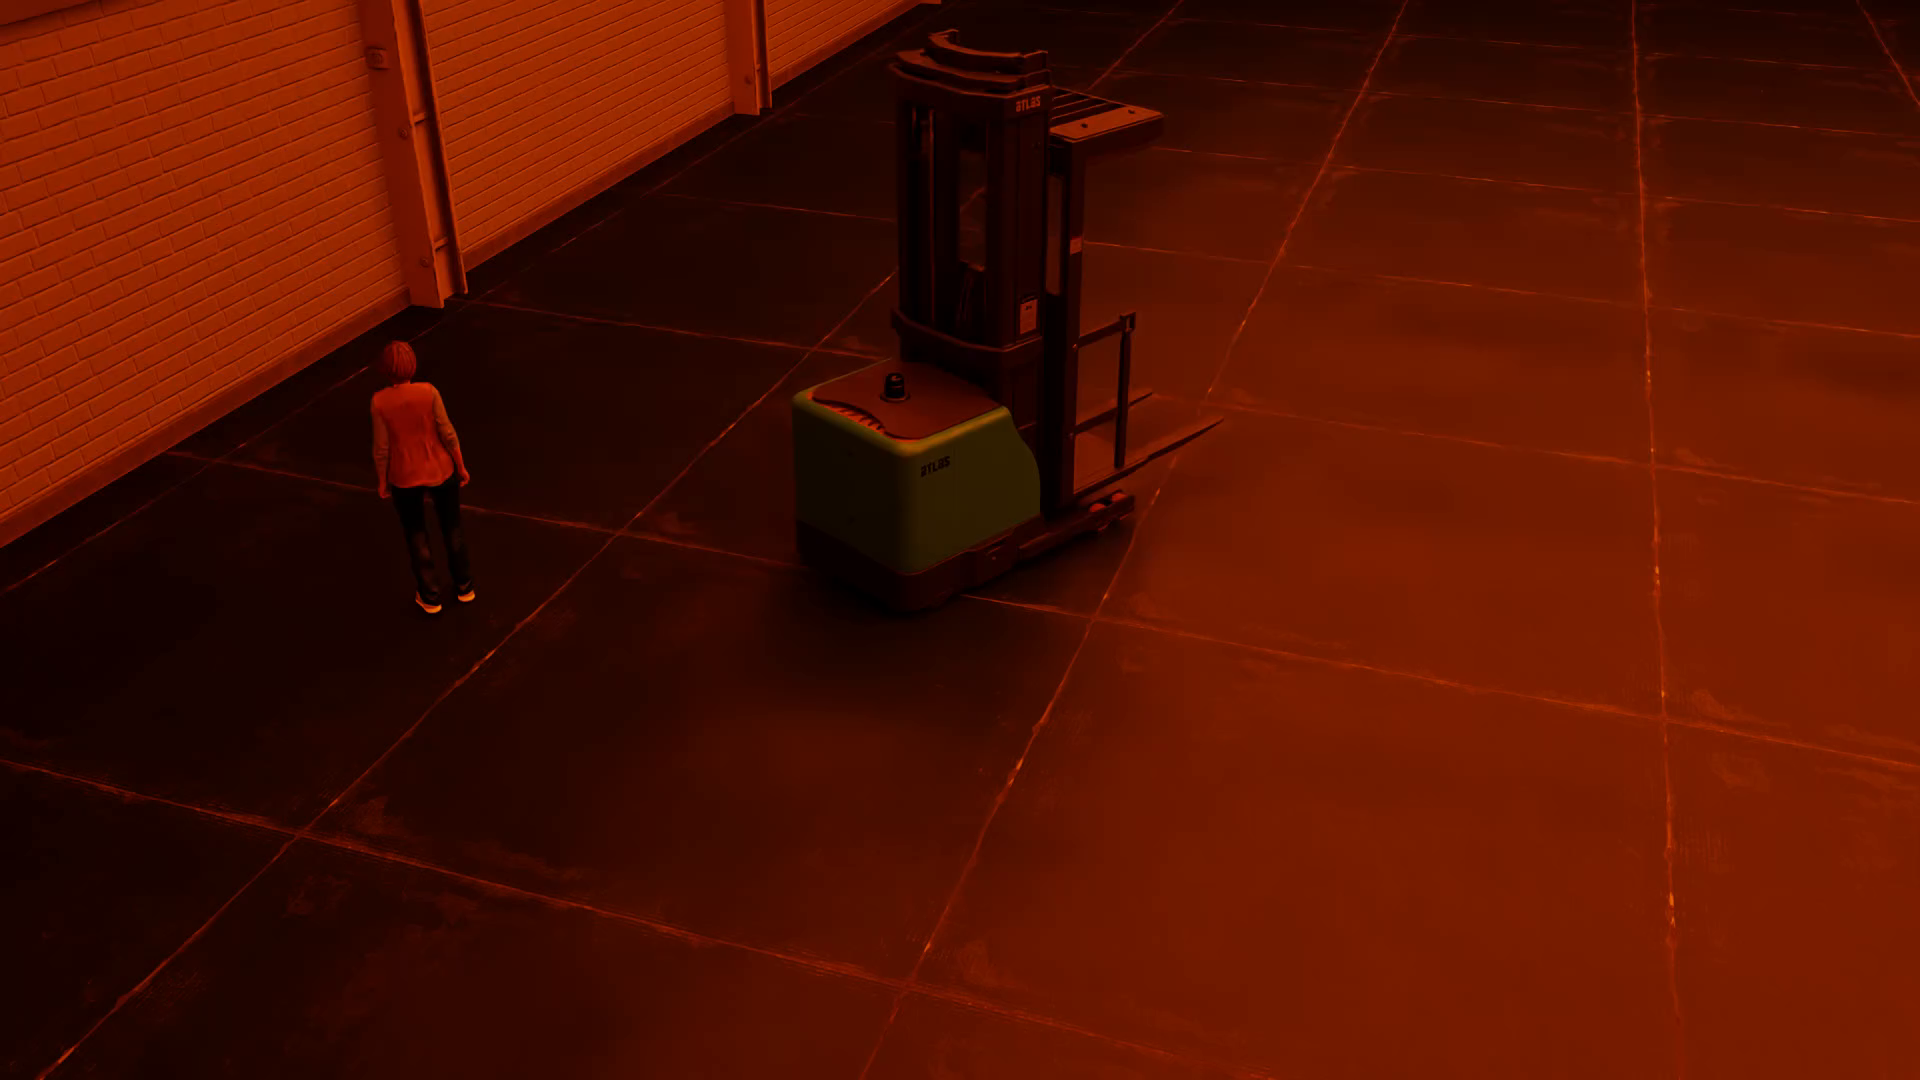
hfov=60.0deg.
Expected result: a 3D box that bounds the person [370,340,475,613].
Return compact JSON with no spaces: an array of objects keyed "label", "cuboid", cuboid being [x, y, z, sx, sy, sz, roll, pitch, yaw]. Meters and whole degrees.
[{"label":"person","cuboid":[-2.941,-0.351,9.099,0.485,1.601,0.345,-12,32,-20]}]

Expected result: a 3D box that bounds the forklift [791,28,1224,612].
[{"label":"forklift","cuboid":[0.440,-1.496,9.761,3.031,2.935,1.130,-25,38,-37]}]
